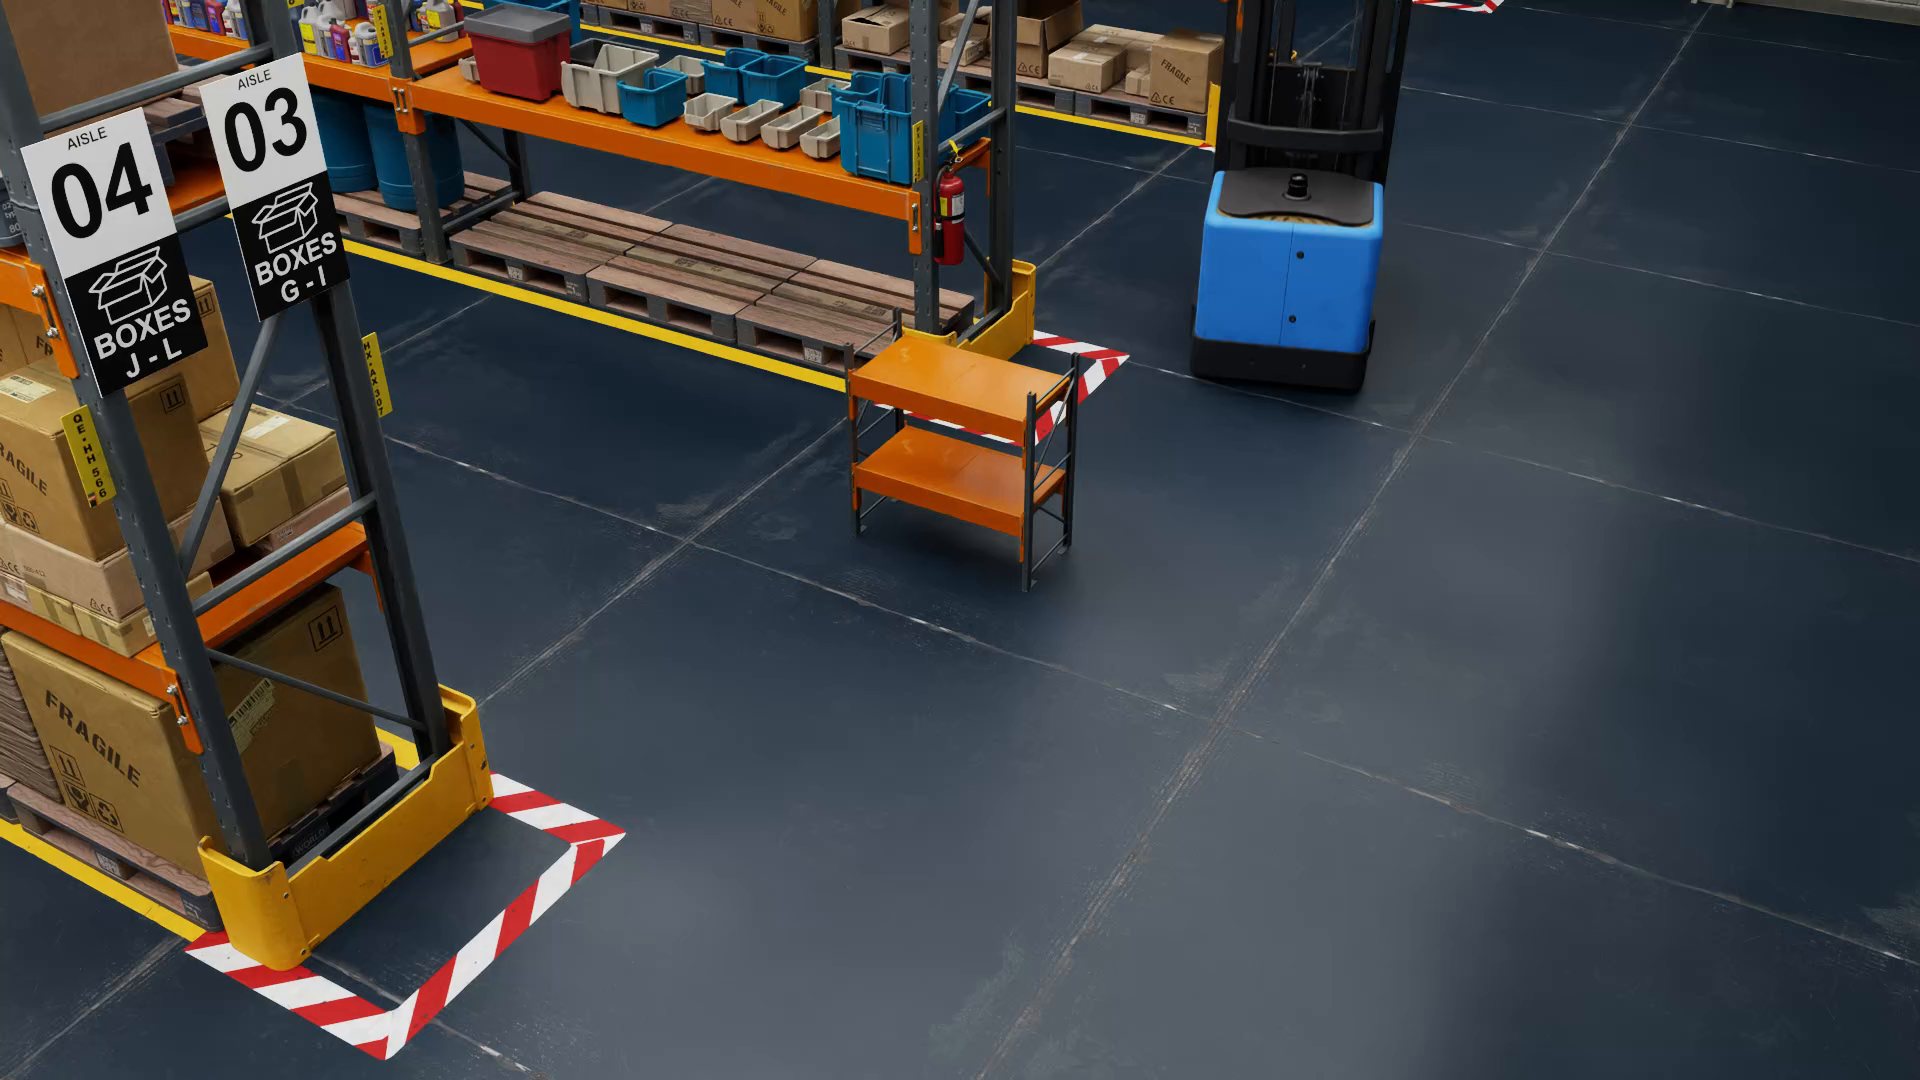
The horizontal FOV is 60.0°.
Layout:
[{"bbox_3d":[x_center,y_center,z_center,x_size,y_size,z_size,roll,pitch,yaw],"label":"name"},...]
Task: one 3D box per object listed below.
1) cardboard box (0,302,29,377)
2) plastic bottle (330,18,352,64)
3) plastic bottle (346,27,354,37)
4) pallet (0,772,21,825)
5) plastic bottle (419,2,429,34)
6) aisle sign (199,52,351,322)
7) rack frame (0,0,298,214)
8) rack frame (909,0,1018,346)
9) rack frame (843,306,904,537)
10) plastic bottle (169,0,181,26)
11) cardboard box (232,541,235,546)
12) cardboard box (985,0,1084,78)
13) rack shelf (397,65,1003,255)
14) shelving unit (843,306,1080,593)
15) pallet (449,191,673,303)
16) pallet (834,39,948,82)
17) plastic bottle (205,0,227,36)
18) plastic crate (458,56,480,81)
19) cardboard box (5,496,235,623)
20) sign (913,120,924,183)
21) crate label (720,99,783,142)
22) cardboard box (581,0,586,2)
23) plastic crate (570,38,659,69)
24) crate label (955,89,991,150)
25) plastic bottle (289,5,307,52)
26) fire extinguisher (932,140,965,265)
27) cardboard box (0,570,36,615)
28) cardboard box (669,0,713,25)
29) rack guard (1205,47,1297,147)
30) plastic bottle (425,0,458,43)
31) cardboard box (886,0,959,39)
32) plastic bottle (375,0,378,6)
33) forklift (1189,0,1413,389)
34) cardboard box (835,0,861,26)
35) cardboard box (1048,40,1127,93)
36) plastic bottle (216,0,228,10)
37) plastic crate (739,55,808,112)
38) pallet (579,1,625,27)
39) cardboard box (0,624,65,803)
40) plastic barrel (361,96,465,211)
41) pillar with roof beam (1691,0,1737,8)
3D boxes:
[{"bbox_3d":[-3.596,-0.849,6.509,0.500,0.500,0.500,17,37,23],"label":"cardboard box"},{"bbox_3d":[-4.167,-3.366,11.204,0.133,0.283,0.061,18,37,24],"label":"plastic bottle"},{"bbox_3d":[-4.144,-3.375,11.291,0.097,0.201,0.097,0,34,0],"label":"plastic bottle"},{"bbox_3d":[-4.214,0.706,7.500,1.213,0.211,1.003,18,37,24],"label":"pallet"},{"bbox_3d":[-3.773,-3.703,11.784,0.097,0.201,0.097,0,34,0],"label":"plastic bottle"},{"bbox_3d":[-2.215,-1.143,5.415,0.004,0.787,0.394,18,37,24],"label":"aisle sign"},{"bbox_3d":[-2.426,-2.434,4.286,0.127,3.000,1.000,18,37,24],"label":"rack frame"},{"bbox_3d":[0.031,-2.320,9.528,0.127,3.000,1.000,18,37,24],"label":"rack frame"},{"bbox_3d":[-0.435,-0.606,8.645,0.032,1.125,0.500,18,37,24],"label":"rack frame"},{"bbox_3d":[-5.609,-3.829,11.910,0.097,0.271,0.097,0,34,0],"label":"plastic bottle"},{"bbox_3d":[-2.794,-0.158,6.508,0.250,0.149,0.380,17,37,24],"label":"cardboard box"},{"bbox_3d":[0.653,-4.433,14.556,0.637,0.503,0.797,18,37,24],"label":"cardboard box"},{"bbox_3d":[-1.705,-2.571,10.553,4.000,0.370,1.077,18,37,24],"label":"rack shelf"},{"bbox_3d":[0.006,-0.466,8.435,1.048,1.125,0.538,18,37,24],"label":"shelving unit"},{"bbox_3d":[-2.784,-2.076,11.677,1.213,0.211,1.003,18,37,24],"label":"pallet"},{"bbox_3d":[-0.385,-4.453,15.246,1.213,0.211,1.003,18,37,24],"label":"pallet"},{"bbox_3d":[-5.241,-3.706,11.714,0.133,0.283,0.061,18,37,24],"label":"plastic bottle"},{"bbox_3d":[-3.108,-3.139,10.941,0.243,0.136,0.396,18,37,24],"label":"plastic crate"},{"bbox_3d":[-2.979,-0.004,5.916,0.500,0.250,0.500,17,37,24],"label":"cardboard box"},{"bbox_3d":[-0.227,-2.119,9.078,0.005,0.325,0.100,18,37,24],"label":"sign"},{"bbox_3d":[-1.265,-2.524,10.018,0.243,0.136,0.396,18,37,24],"label":"crate label"},{"bbox_3d":[-3.743,-5.641,16.374,0.500,0.500,0.500,16,37,23],"label":"cardboard box"},{"bbox_3d":[-2.336,-3.152,10.971,0.590,0.125,0.437,18,37,24],"label":"plastic crate"},{"bbox_3d":[-0.020,-2.502,9.897,0.303,0.233,0.416,18,37,24],"label":"crate label"},{"bbox_3d":[-4.562,-3.546,11.413,0.185,0.351,0.144,18,37,24],"label":"plastic bottle"},{"bbox_3d":[-0.063,-1.872,9.262,0.183,0.674,0.296,18,37,24],"label":"fire extinguisher"},{"bbox_3d":[-3.344,0.088,6.138,0.250,0.149,0.380,18,38,25],"label":"cardboard box"},{"bbox_3d":[-2.411,-5.221,15.743,0.500,0.500,0.500,18,38,25],"label":"cardboard box"},{"bbox_3d":[2.427,-3.683,13.830,0.348,0.500,1.175,18,37,24],"label":"rack guard"},{"bbox_3d":[-3.621,-3.663,11.590,0.185,0.351,0.144,18,37,24],"label":"plastic bottle"},{"bbox_3d":[-0.345,-4.925,15.298,0.500,0.500,0.500,18,37,24],"label":"cardboard box"},{"bbox_3d":[-4.144,-3.821,11.960,0.097,0.201,0.097,0,34,0],"label":"plastic bottle"},{"bbox_3d":[2.215,-2.933,10.510,1.130,2.935,3.031,7,34,10],"label":"forklift"},{"bbox_3d":[-1.279,-5.196,15.704,0.500,0.500,0.500,16,37,22],"label":"cardboard box"},{"bbox_3d":[1.088,-4.048,14.206,0.500,0.250,0.500,18,37,24],"label":"cardboard box"},{"bbox_3d":[-5.217,-3.744,11.782,0.097,0.271,0.097,0,34,0],"label":"plastic bottle"},{"bbox_3d":[-1.163,-2.864,10.441,0.300,0.233,0.416,18,37,24],"label":"plastic crate"},{"bbox_3d":[-3.824,-5.519,16.847,1.213,0.211,1.003,18,37,24],"label":"pallet"},{"bbox_3d":[-3.812,0.385,7.003,0.875,0.875,0.875,18,37,24],"label":"cardboard box"},{"bbox_3d":[-3.905,-2.879,11.882,0.708,0.901,0.600,18,37,24],"label":"plastic barrel"},{"bbox_3d":[5.584,-7.187,11.423,0.400,9.000,9.100,18,37,24],"label":"pillar with roof beam"}]
